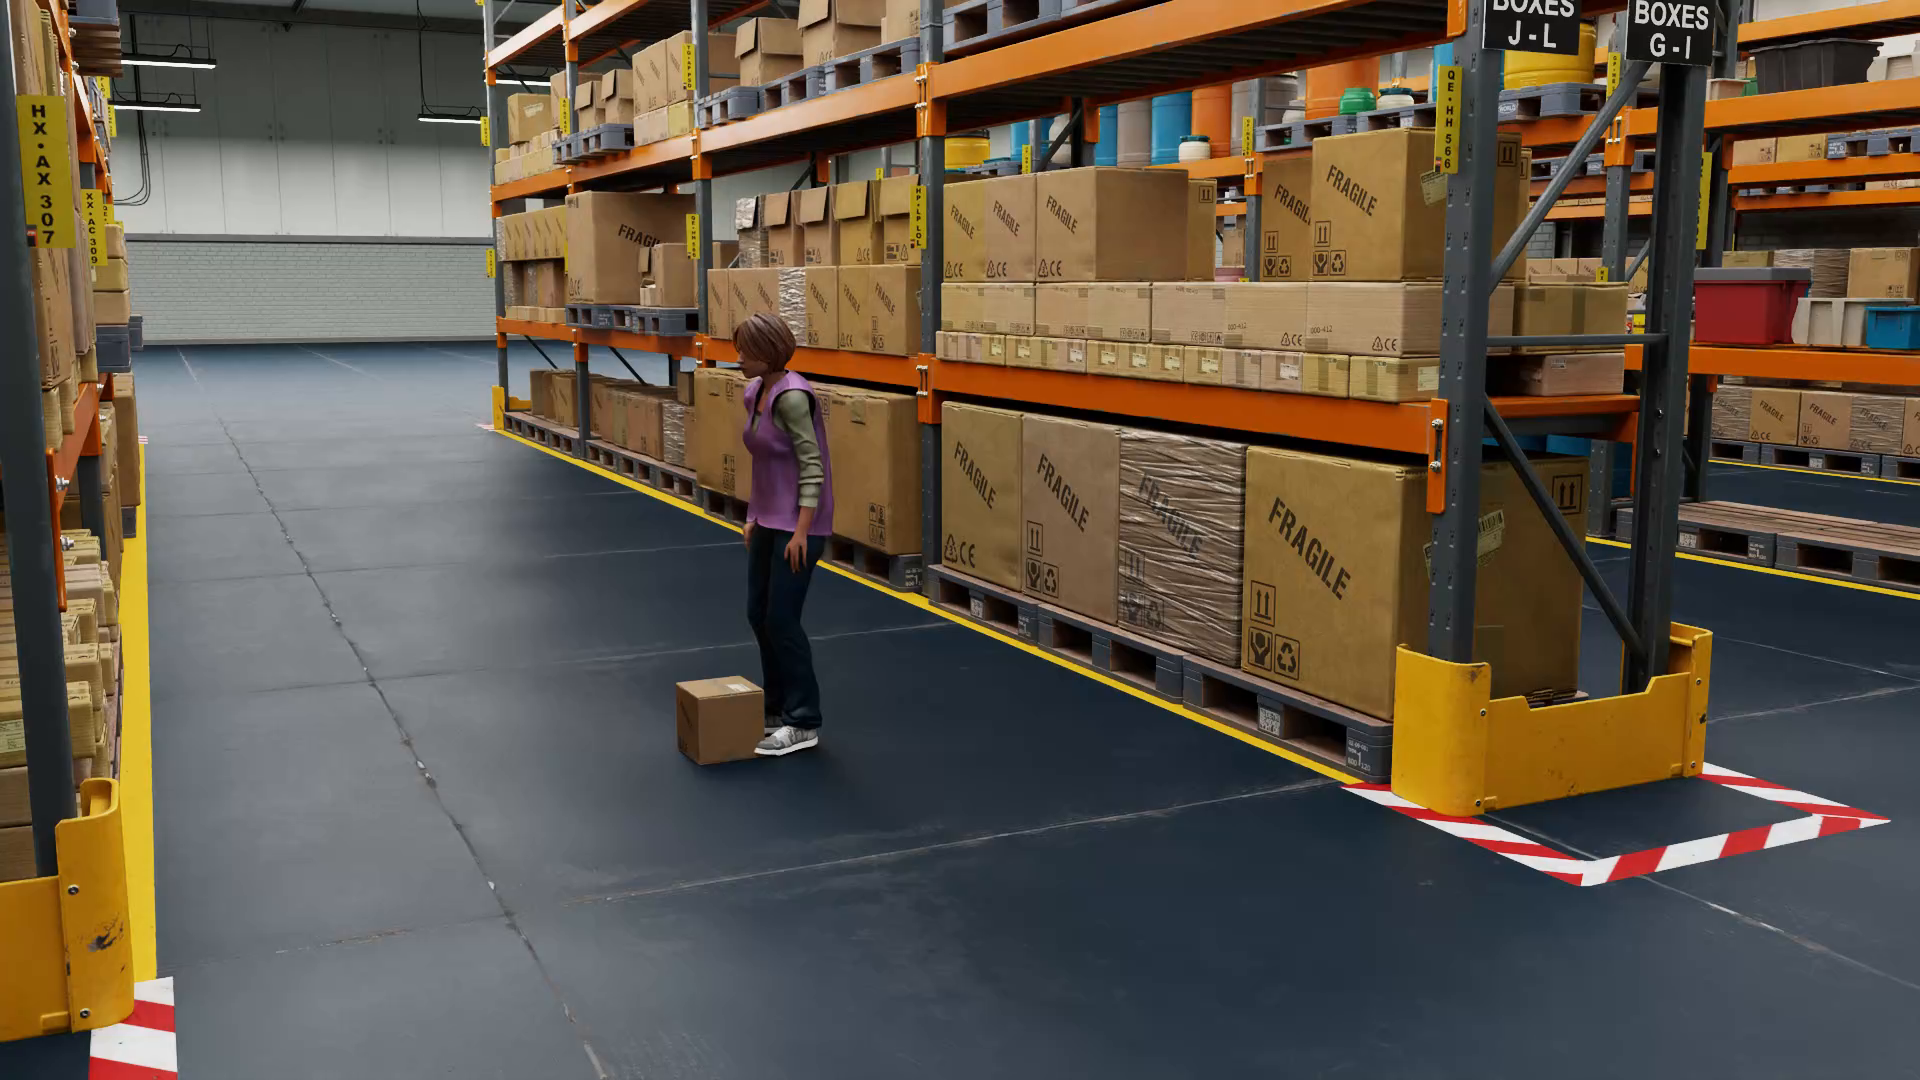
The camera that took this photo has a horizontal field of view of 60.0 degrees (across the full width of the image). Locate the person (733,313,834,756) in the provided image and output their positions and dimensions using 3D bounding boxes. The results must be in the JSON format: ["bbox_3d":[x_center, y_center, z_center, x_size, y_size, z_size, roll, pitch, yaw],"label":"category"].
[{"bbox_3d":[-0.653,-0.026,6.063,0.347,1.591,0.483,-5,10,-29],"label":"person"}]
